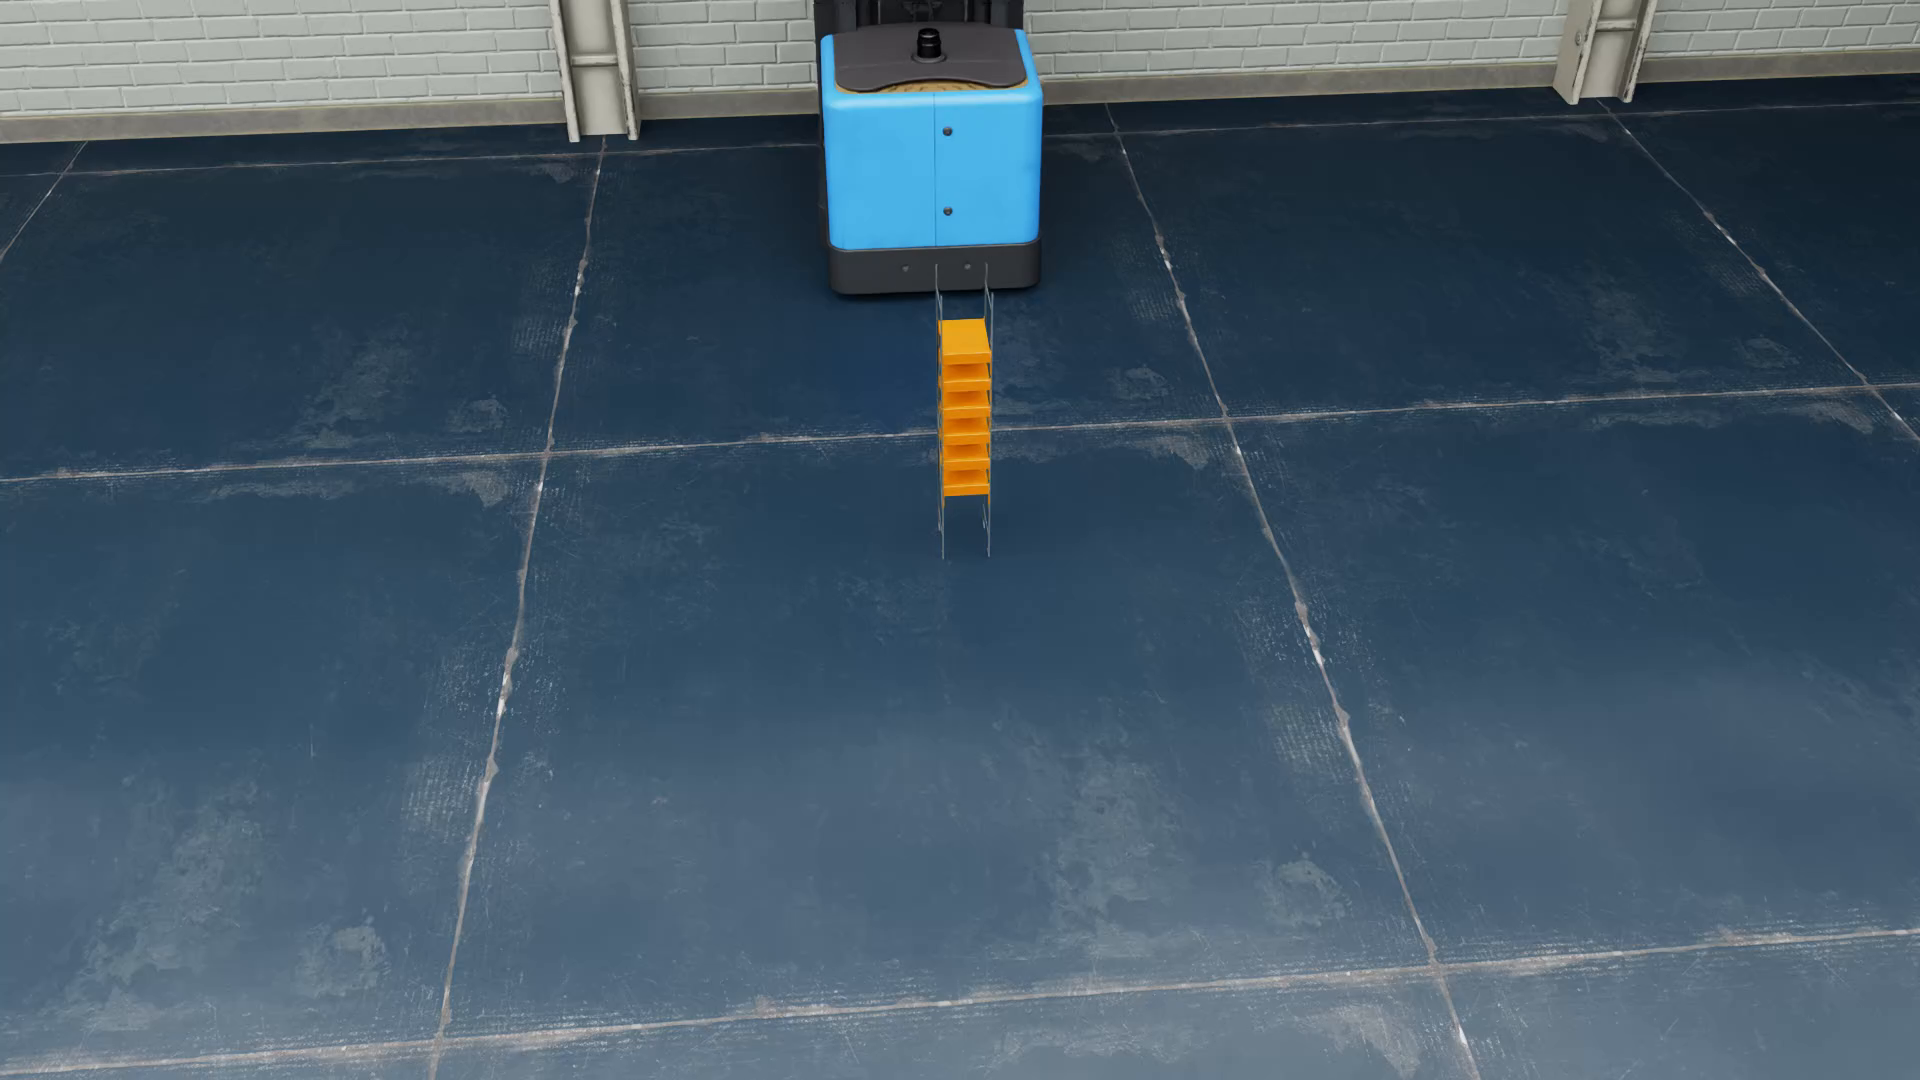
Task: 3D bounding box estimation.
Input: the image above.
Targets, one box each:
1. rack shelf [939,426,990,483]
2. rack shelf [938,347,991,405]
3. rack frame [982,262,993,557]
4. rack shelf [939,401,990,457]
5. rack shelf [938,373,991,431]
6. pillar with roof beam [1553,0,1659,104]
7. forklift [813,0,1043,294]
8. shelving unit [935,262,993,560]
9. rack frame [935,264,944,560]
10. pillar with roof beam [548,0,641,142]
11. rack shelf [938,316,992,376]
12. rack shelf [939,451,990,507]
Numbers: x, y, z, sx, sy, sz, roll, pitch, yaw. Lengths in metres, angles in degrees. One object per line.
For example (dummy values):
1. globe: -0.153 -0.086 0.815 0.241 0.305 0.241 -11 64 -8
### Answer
1. rack shelf: 0.014 -0.343 6.481 0.180 0.103 0.258 -3 38 -4
2. rack shelf: 0.014 -0.625 6.258 0.180 0.103 0.258 -3 38 -4
3. rack frame: 0.106 -0.477 6.386 0.006 1.200 0.240 -3 38 -4
4. rack shelf: 0.014 -0.437 6.407 0.180 0.103 0.258 -3 38 -4
5. rack shelf: 0.014 -0.531 6.333 0.180 0.103 0.258 -3 38 -4
6. pillar with roof beam: 4.267 -3.630 4.086 0.400 9.000 9.100 -3 38 -4
7. forklift: -0.234 -3.255 8.509 1.130 2.935 3.031 -3 38 -4
8. shelving unit: 0.014 -0.472 6.379 0.189 1.200 0.258 -3 38 -4
9. rack frame: -0.077 -0.467 6.373 0.006 1.200 0.240 -3 38 -4
10. pillar with roof beam: -1.709 -3.301 3.669 0.400 9.000 9.100 -3 38 -4
11. rack shelf: 0.014 -0.720 6.184 0.180 0.103 0.258 -3 38 -4
12. rack shelf: 0.014 -0.249 6.556 0.180 0.103 0.258 -3 38 -4
